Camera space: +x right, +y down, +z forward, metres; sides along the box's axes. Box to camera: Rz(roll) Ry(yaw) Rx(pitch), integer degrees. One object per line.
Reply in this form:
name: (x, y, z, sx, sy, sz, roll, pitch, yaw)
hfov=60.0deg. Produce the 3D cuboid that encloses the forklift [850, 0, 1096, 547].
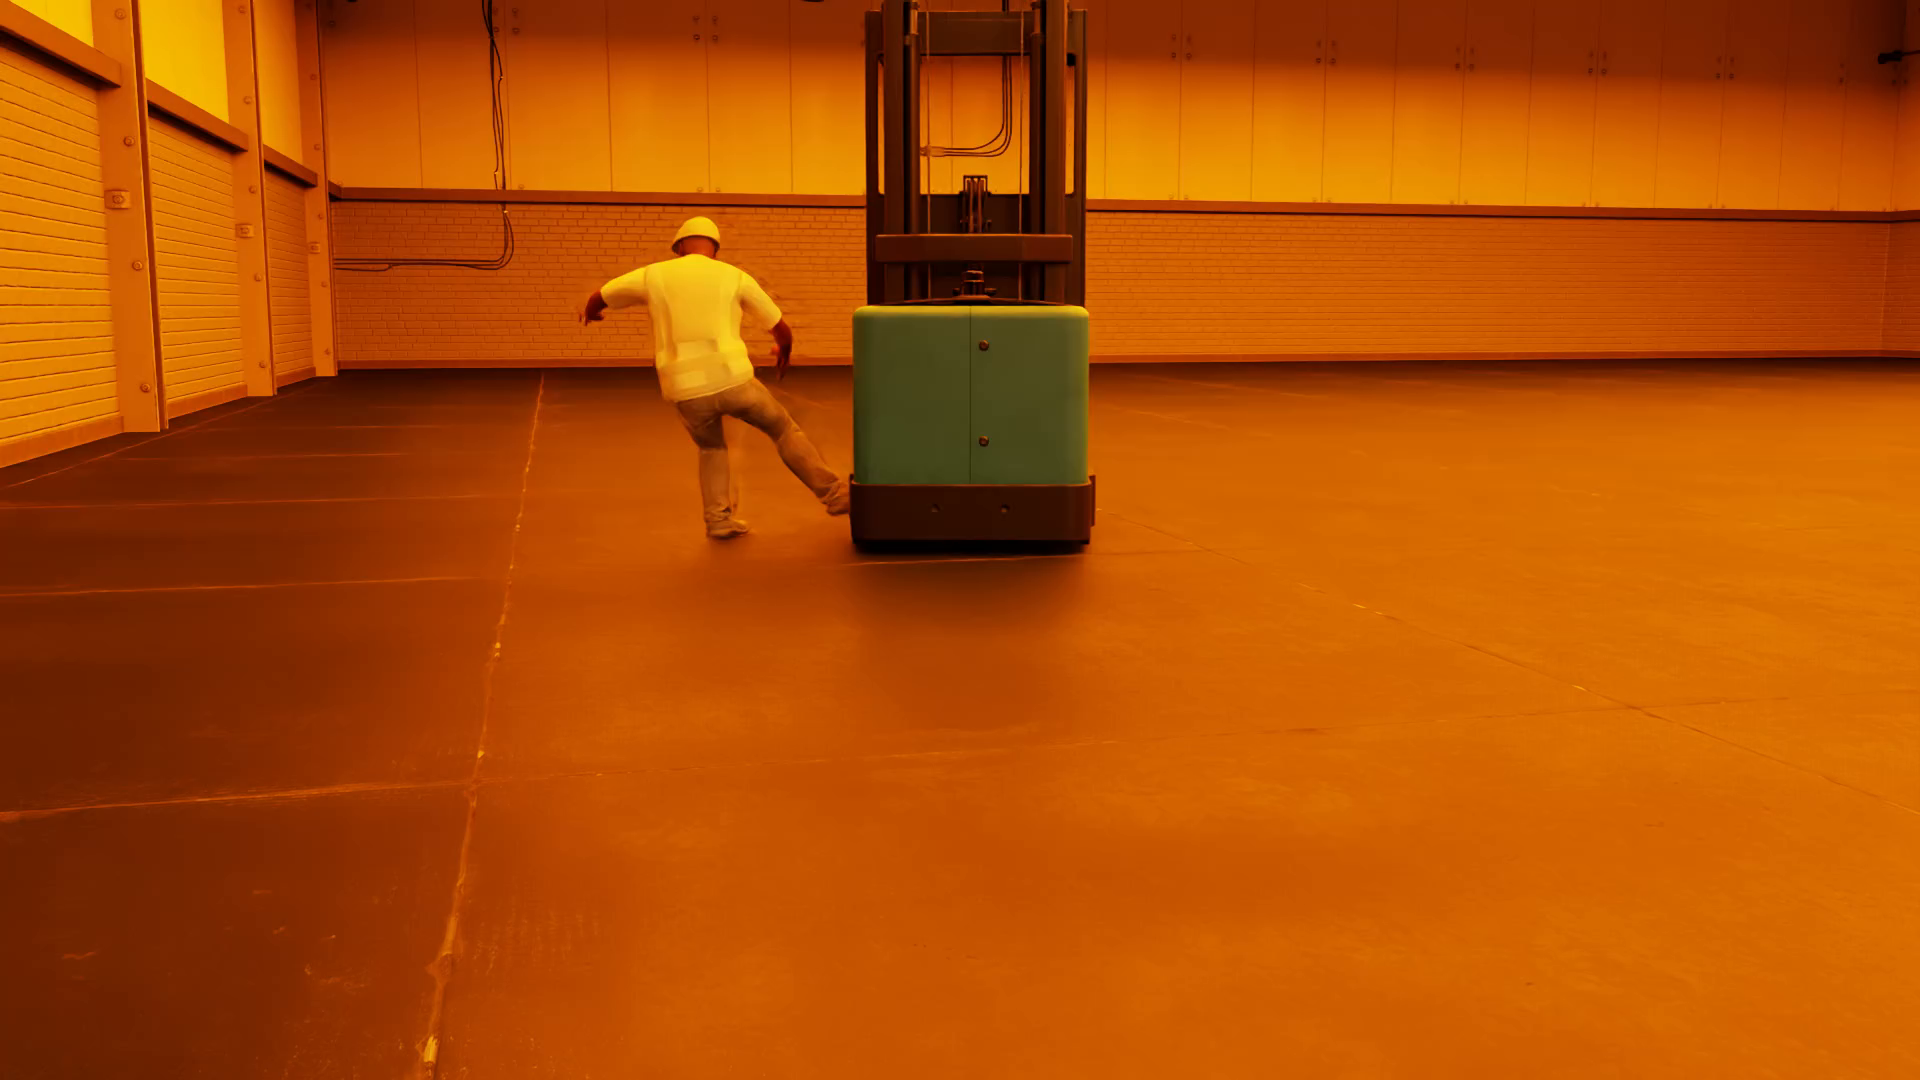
forklift: (0.087, -1.589, 8.485, 1.130, 2.935, 3.031, 0, 8, 2)

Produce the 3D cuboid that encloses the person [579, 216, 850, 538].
person: (-1.096, -0.779, 7.886, 1.458, 1.492, 0.861, -1, 8, -7)
